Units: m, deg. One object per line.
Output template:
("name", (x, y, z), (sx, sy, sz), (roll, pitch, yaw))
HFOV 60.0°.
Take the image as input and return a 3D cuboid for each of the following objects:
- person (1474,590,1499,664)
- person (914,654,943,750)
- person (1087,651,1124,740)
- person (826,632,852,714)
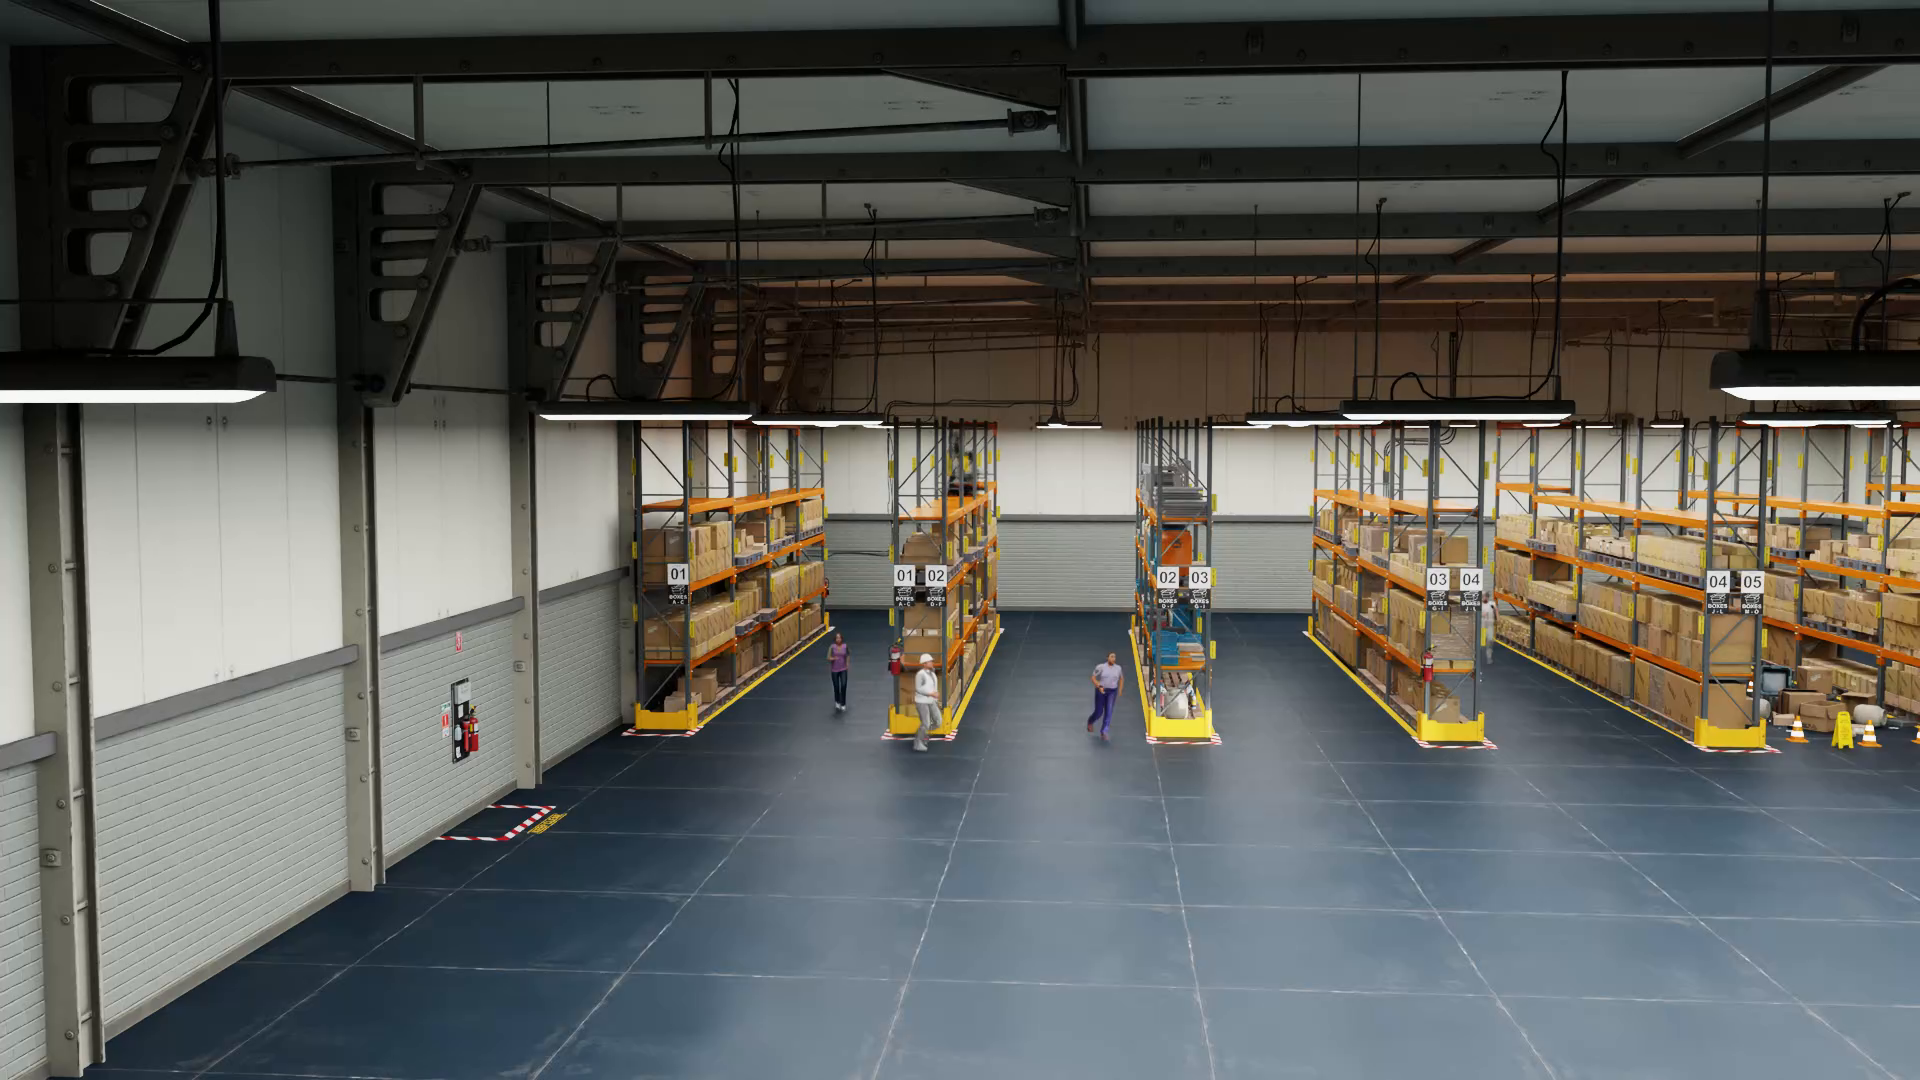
("person", (13.041, 2.146, 41.307), (0.671, 1.838, 0.912), (0, 4, 7))
("person", (-0.542, 2.906, 29.862), (0.600, 1.735, 0.697), (2, 4, 33))
("person", (2.773, 2.886, 31.192), (0.659, 1.613, 0.719), (-1, 4, -12))
("person", (-2.469, 2.702, 33.945), (0.522, 1.639, 0.700), (0, 4, -5))
